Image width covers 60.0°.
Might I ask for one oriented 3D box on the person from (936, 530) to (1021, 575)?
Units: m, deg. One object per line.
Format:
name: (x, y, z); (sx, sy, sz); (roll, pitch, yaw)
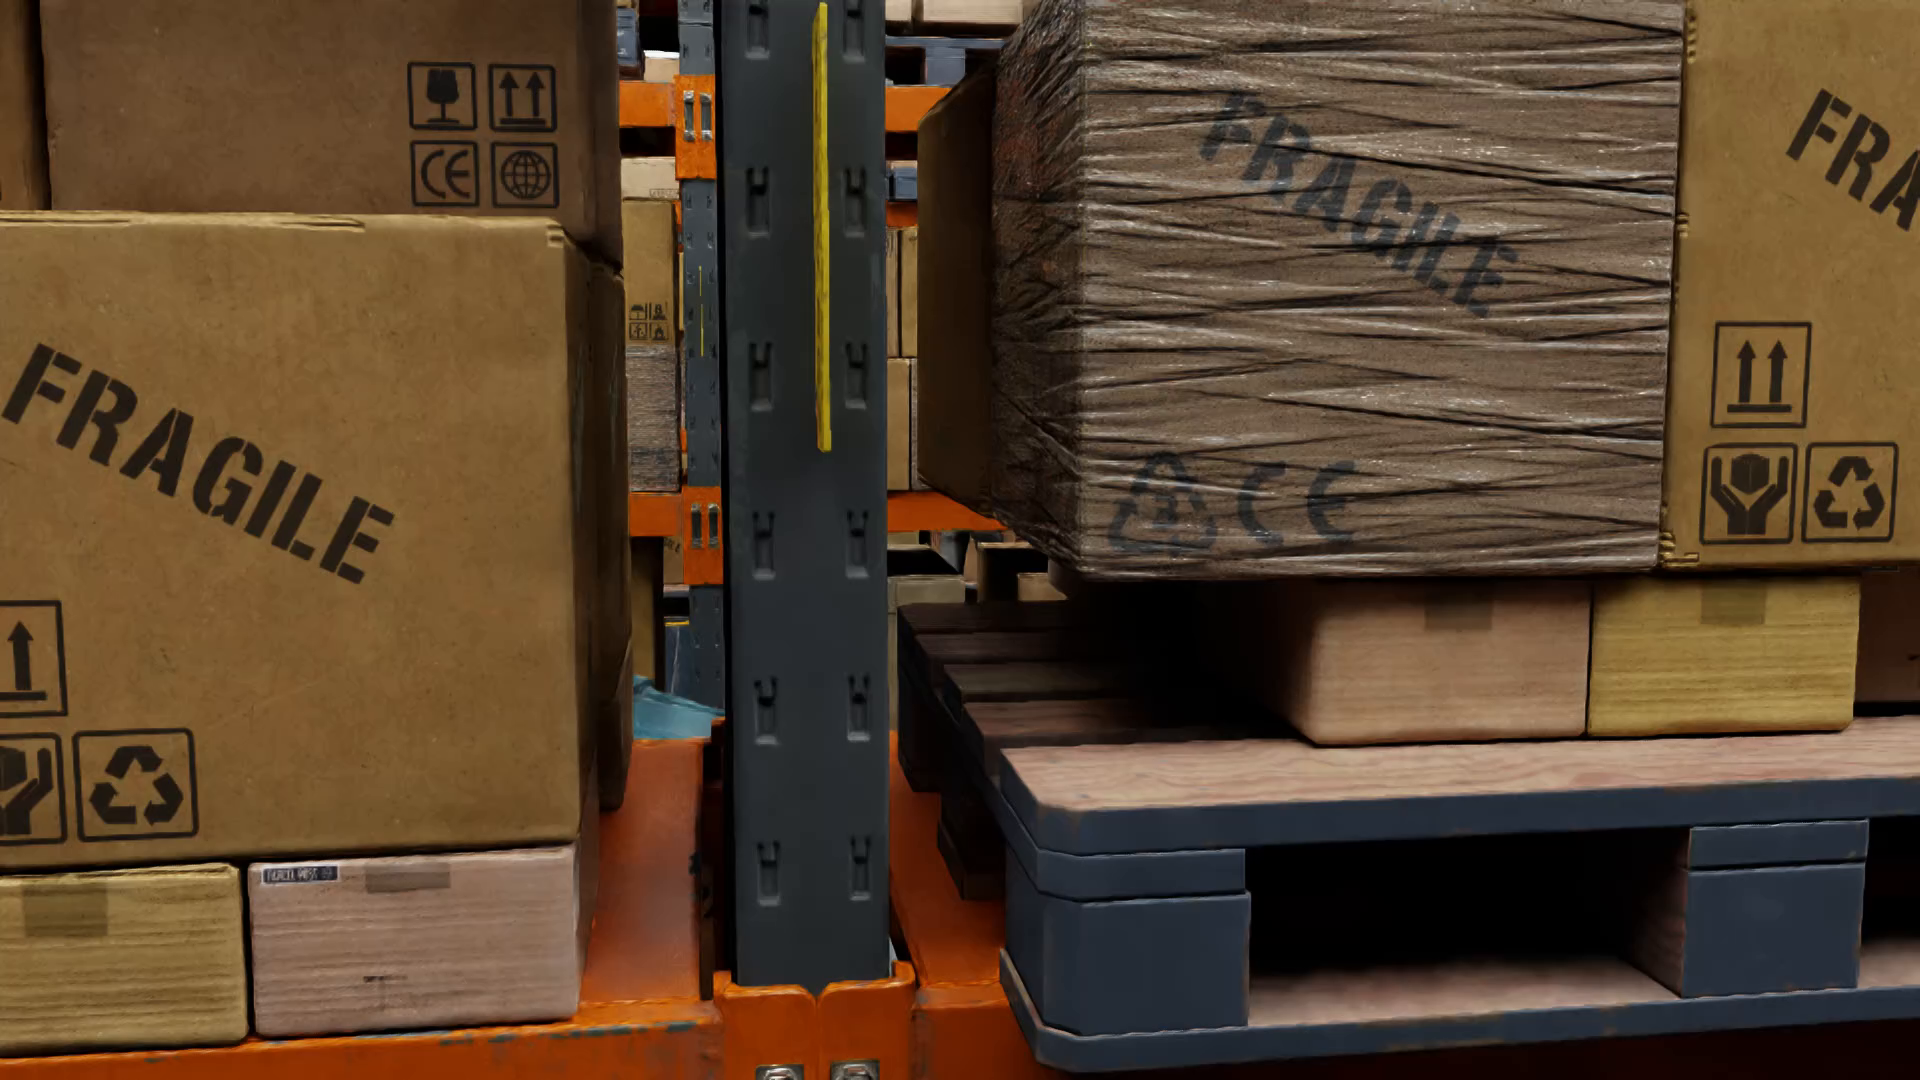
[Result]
person: (0.087, -0.060, 9.500); (0.507, 1.421, 0.393); (2, 7, 13)
